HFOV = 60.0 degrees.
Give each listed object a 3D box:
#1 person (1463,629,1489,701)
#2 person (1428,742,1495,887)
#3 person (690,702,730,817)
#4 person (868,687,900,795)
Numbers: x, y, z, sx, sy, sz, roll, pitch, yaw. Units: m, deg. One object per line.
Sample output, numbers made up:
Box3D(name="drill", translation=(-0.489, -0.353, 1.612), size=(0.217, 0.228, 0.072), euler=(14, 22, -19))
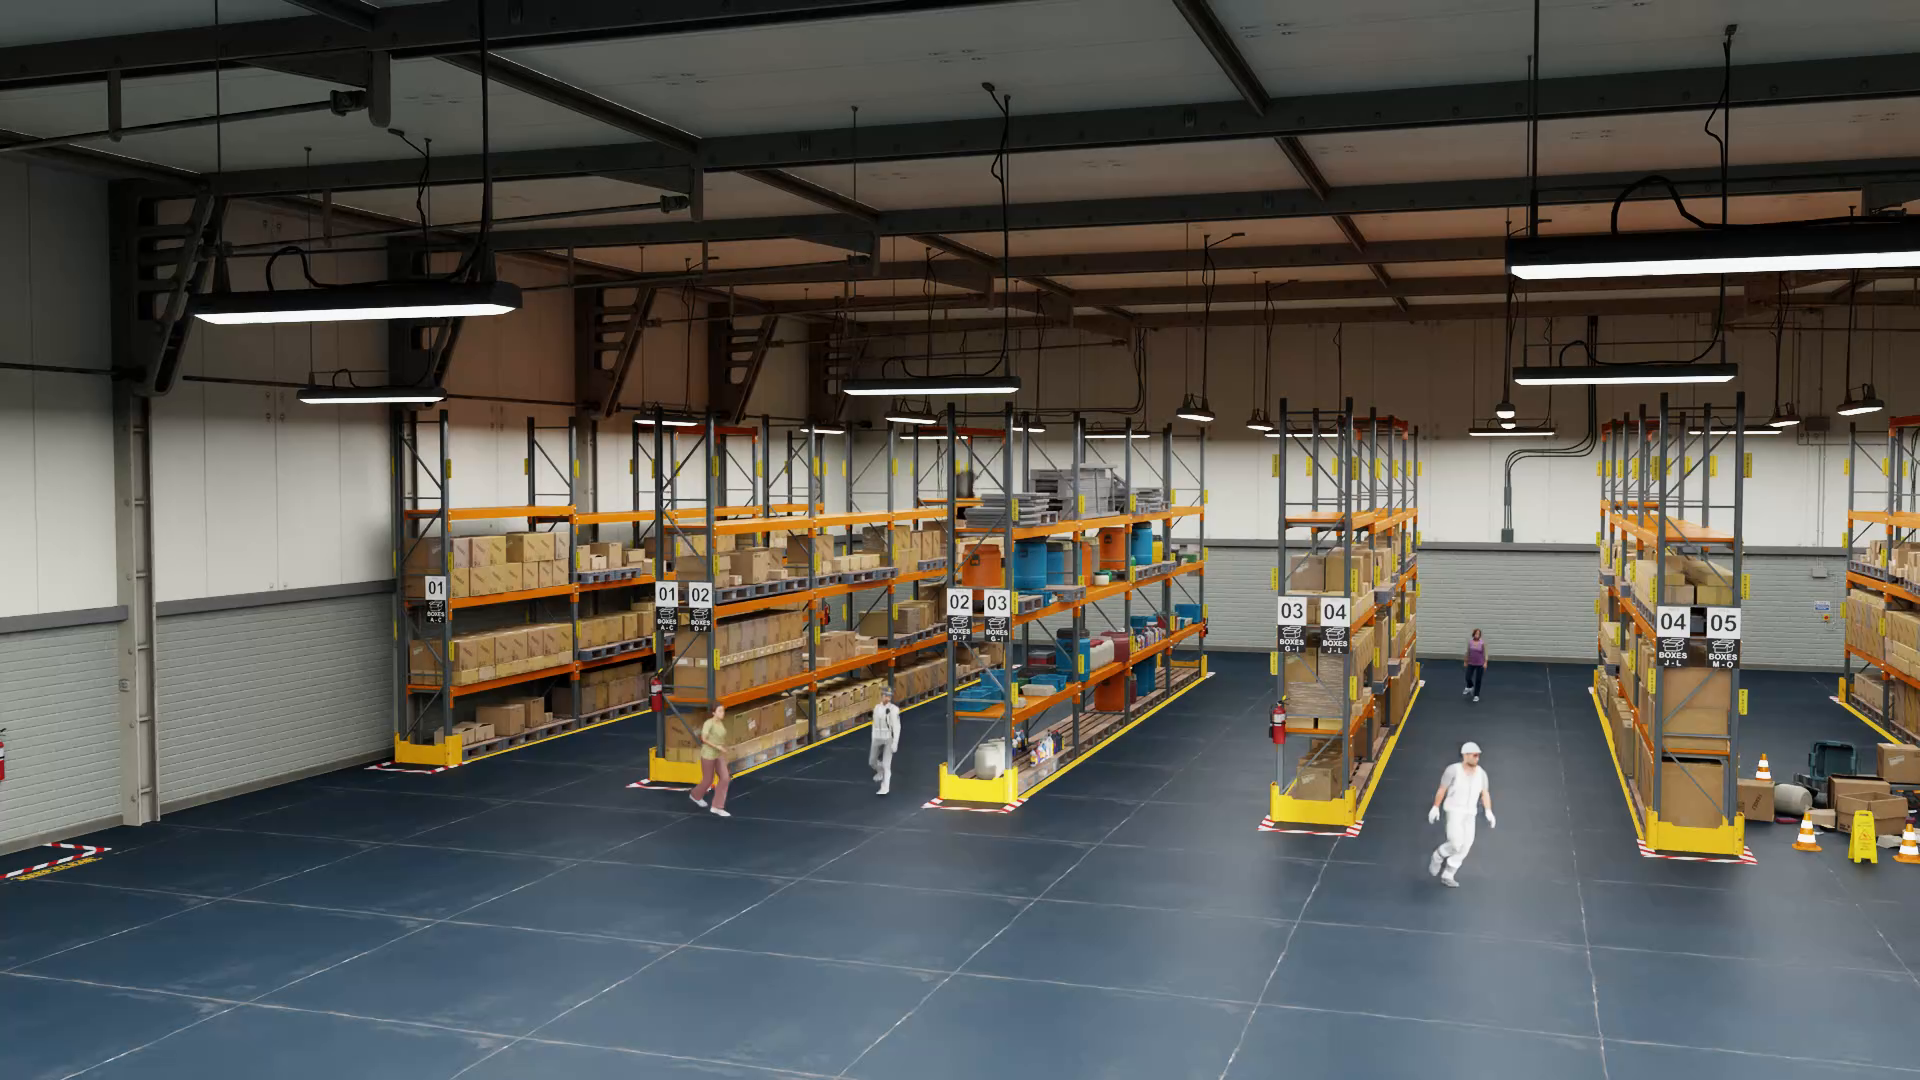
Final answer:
Box3D(name="person", translation=(11.116, 2.684, 35.831), size=(0.576, 1.566, 0.629), euler=(1, 3, 28))
Box3D(name="person", translation=(6.000, 3.273, 19.866), size=(0.654, 1.737, 0.606), euler=(-1, 3, -20))
Box3D(name="person", translation=(-3.660, 3.266, 24.054), size=(0.823, 1.411, 0.541), euler=(2, 3, 35))
Box3D(name="person", translation=(-1.169, 3.059, 25.616), size=(0.691, 1.641, 0.592), euler=(1, 3, 29))
